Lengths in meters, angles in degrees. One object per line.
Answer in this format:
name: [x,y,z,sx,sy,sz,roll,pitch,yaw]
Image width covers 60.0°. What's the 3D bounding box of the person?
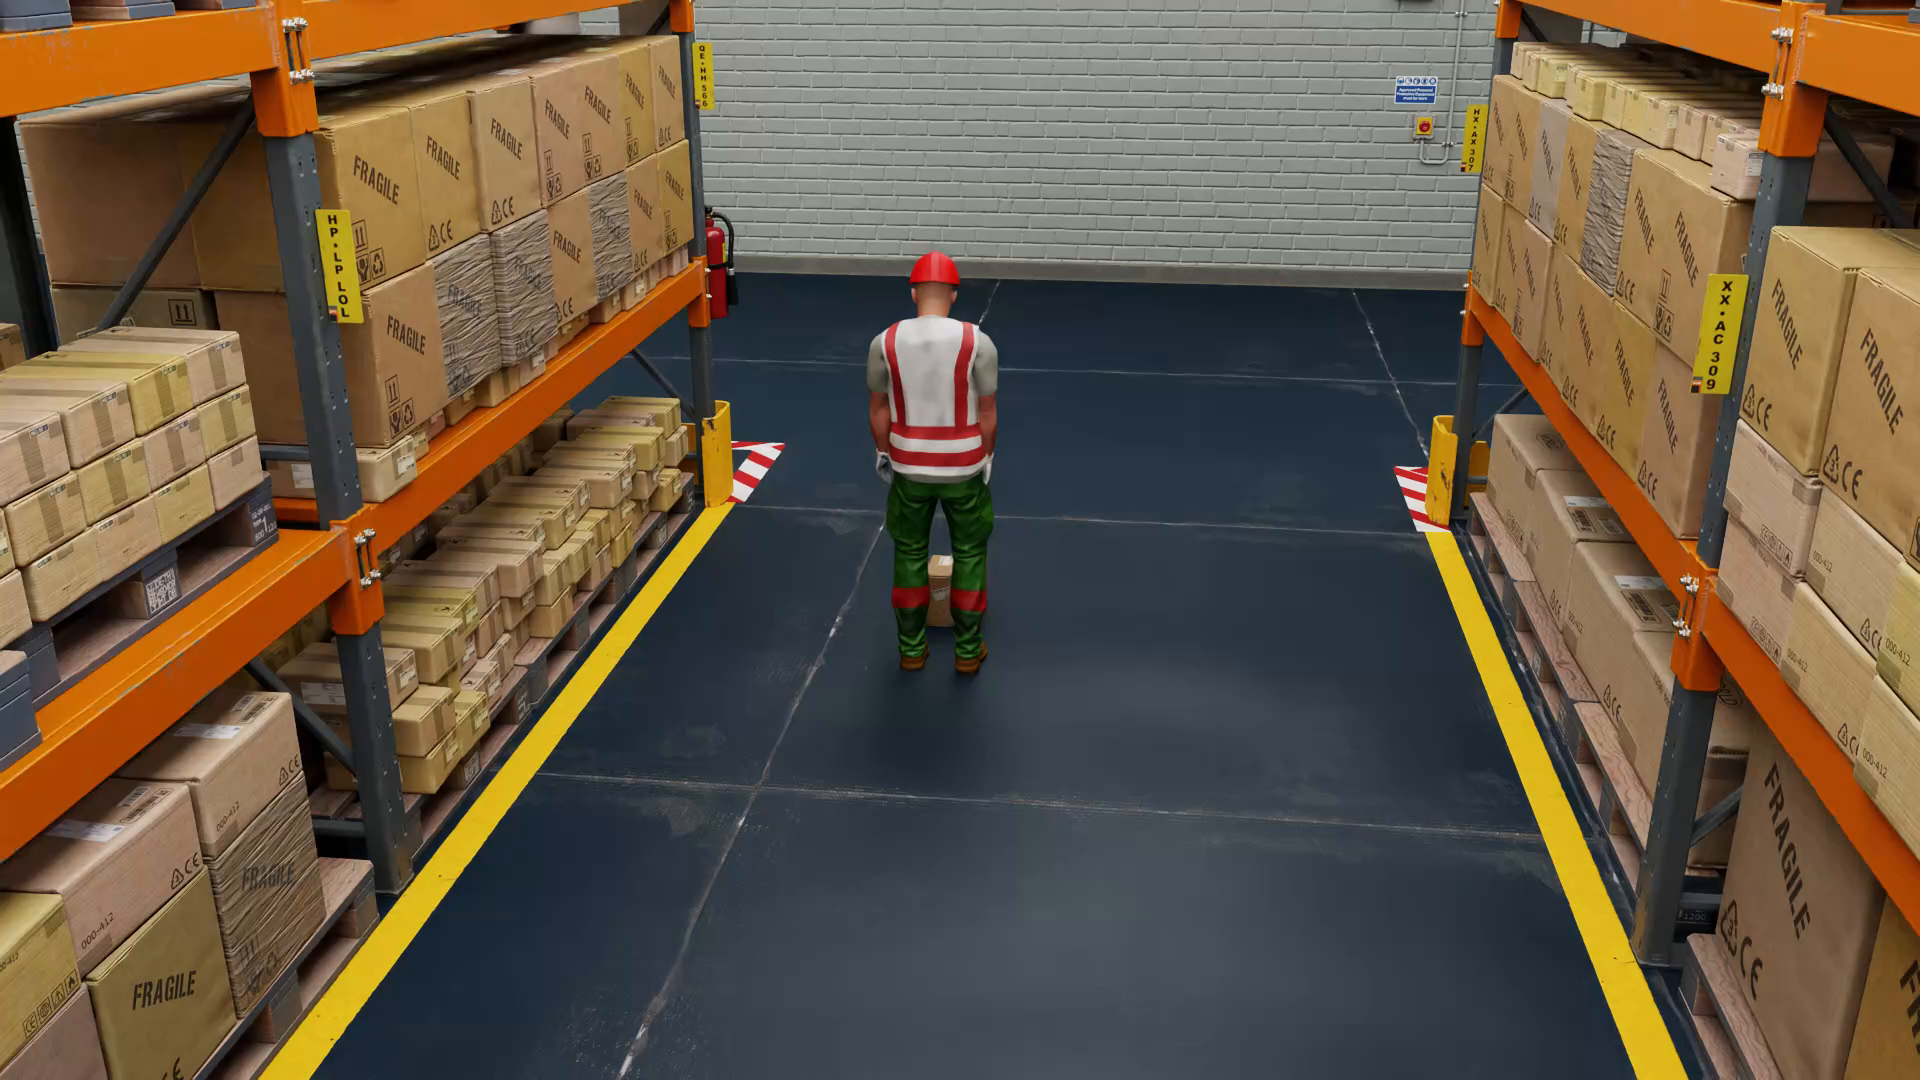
person: [-0.106,-0.307,6.886,0.534,1.762,0.400,3,21,8]
